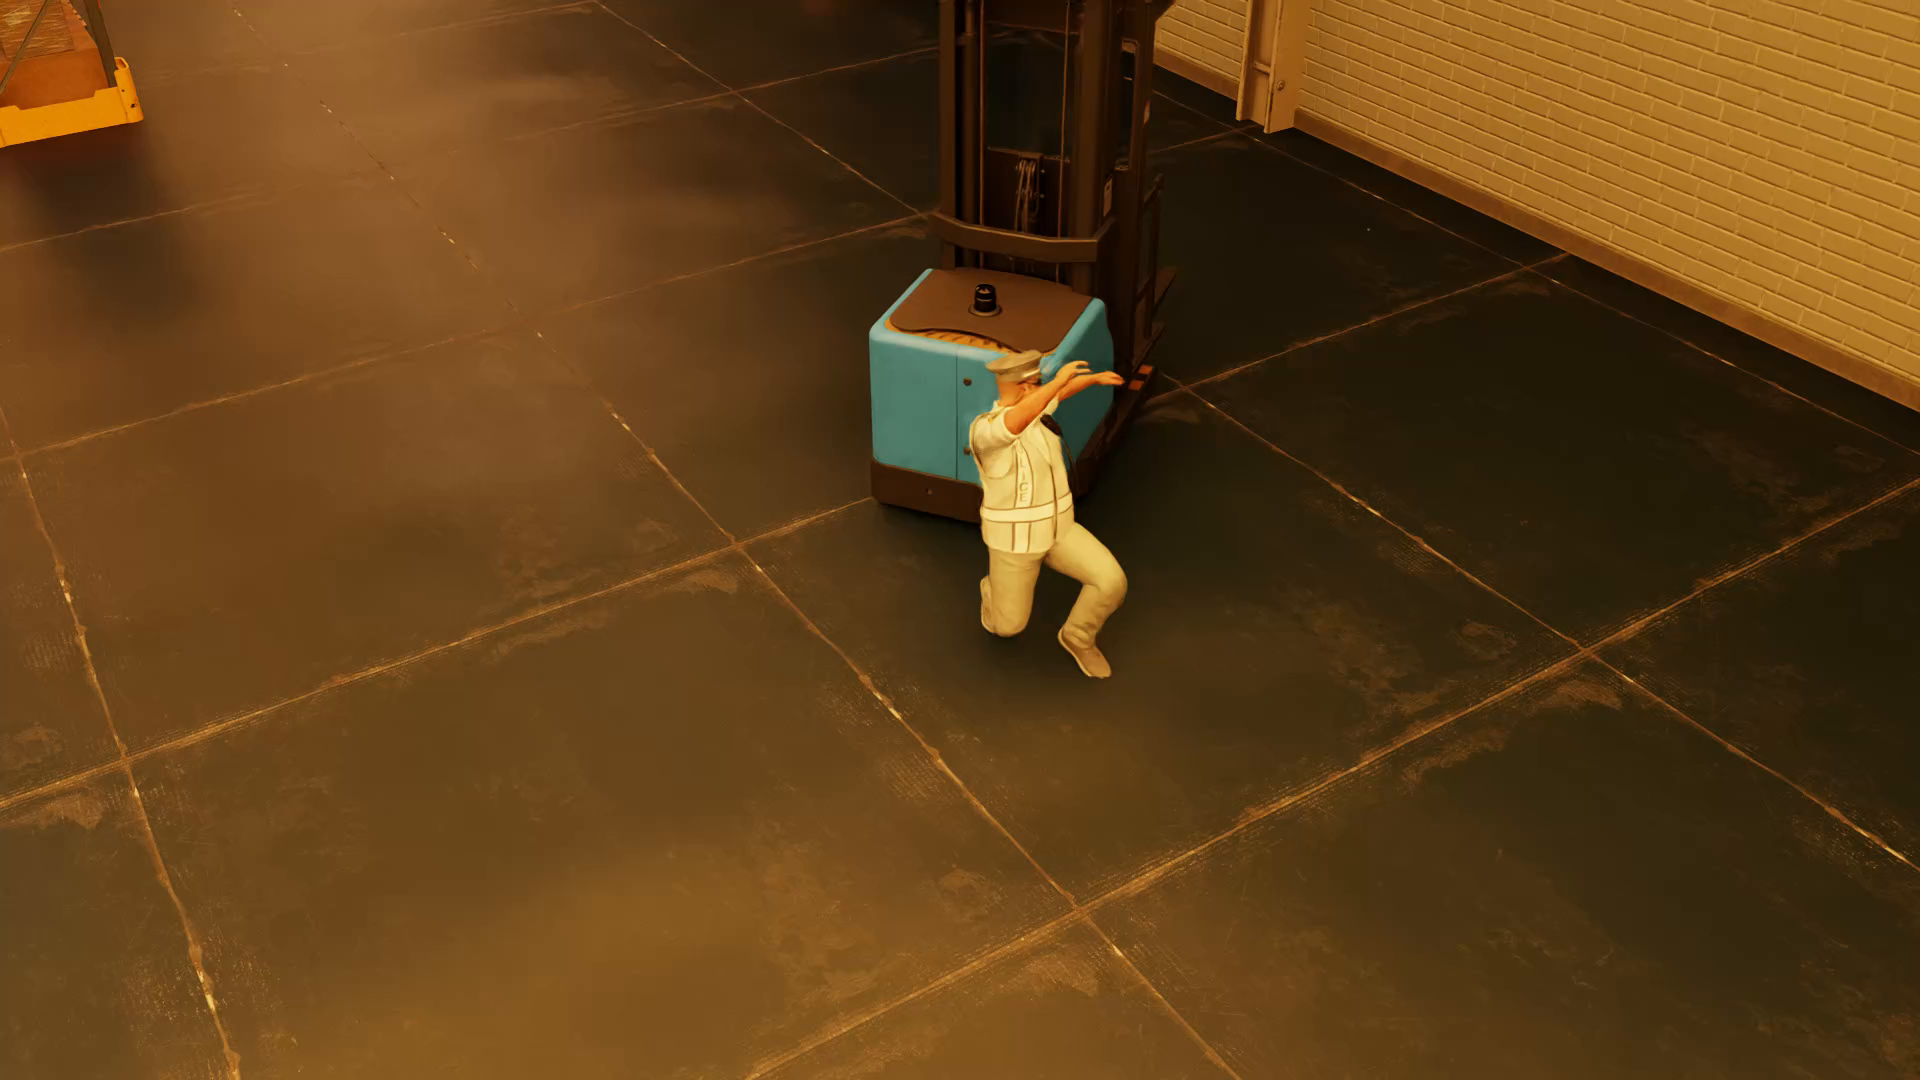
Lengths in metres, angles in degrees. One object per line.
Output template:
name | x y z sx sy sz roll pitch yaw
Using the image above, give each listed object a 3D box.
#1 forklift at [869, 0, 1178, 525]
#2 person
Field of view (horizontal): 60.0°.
forklift | 0.543 -2.058 9.077 1.130 2.935 3.031 13 37 18
person | 0.584 -0.179 7.691 1.078 1.535 0.880 -25 42 -31
